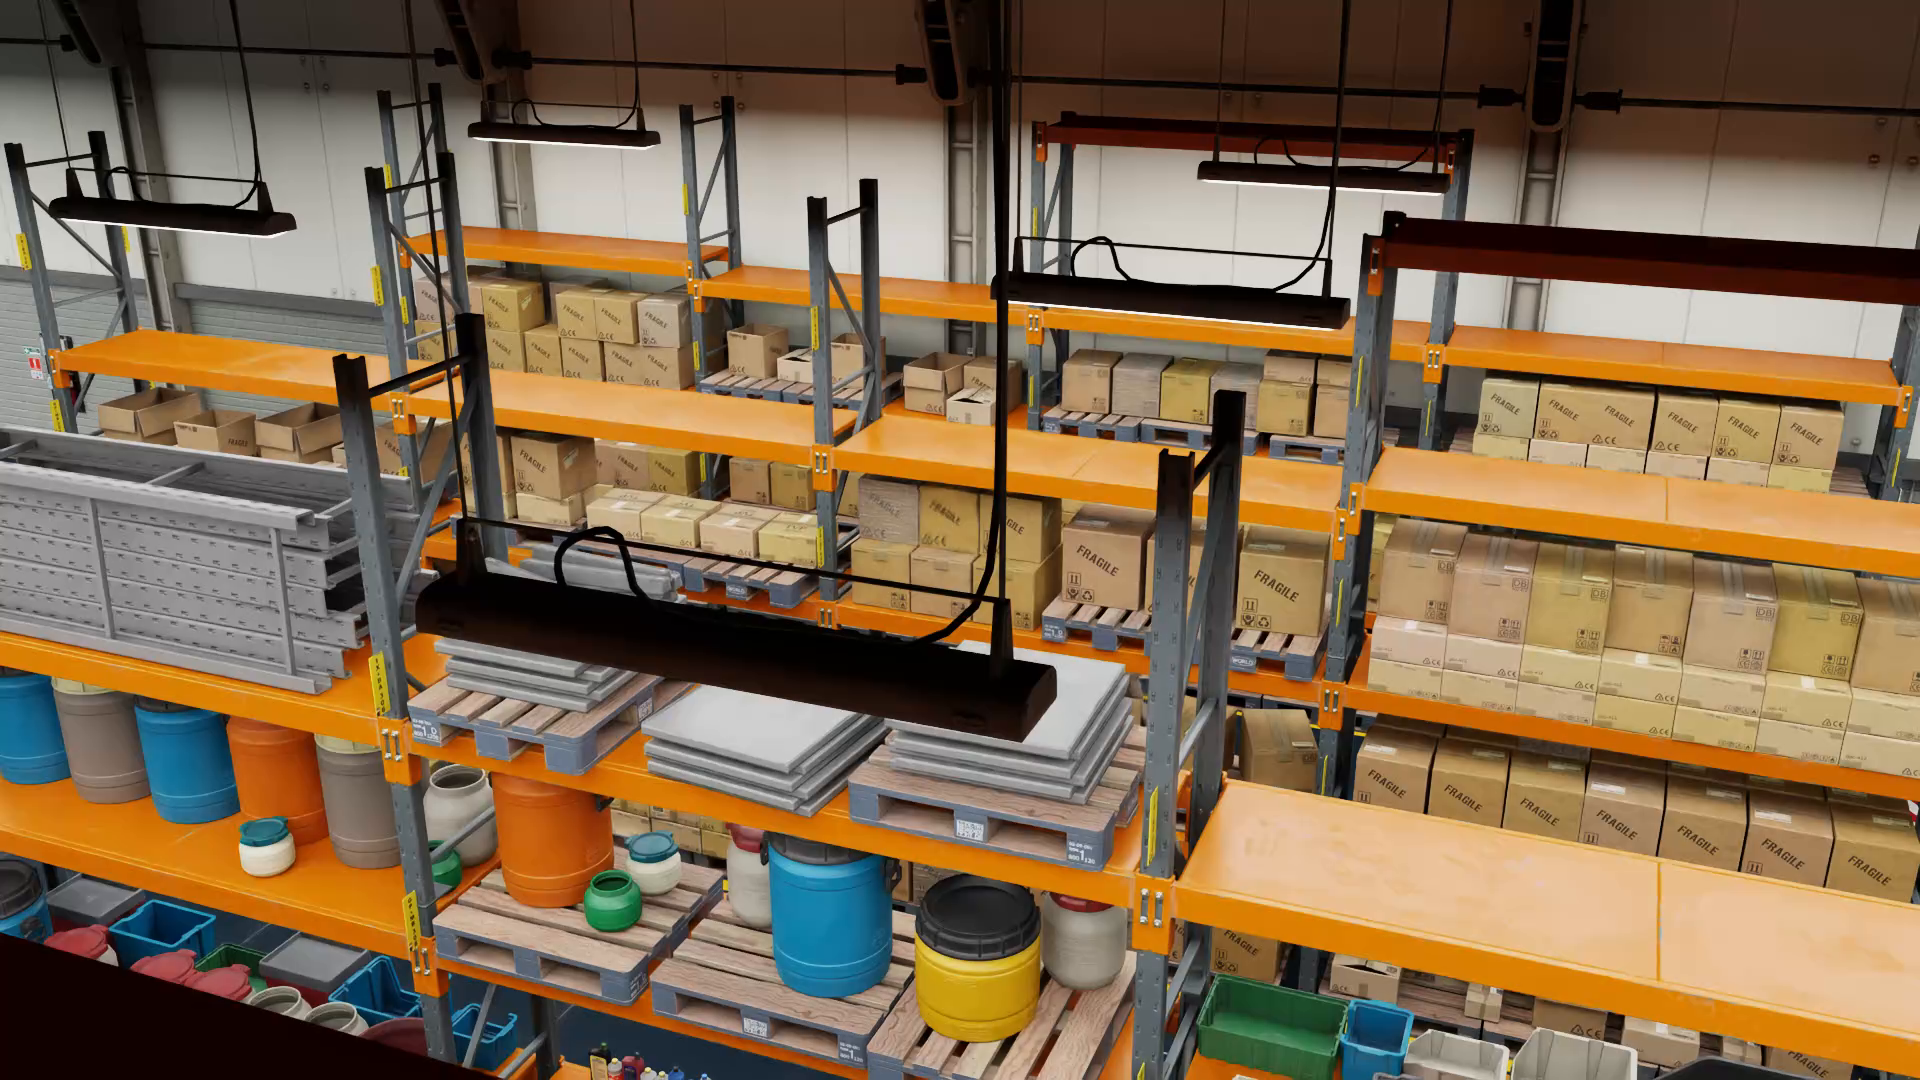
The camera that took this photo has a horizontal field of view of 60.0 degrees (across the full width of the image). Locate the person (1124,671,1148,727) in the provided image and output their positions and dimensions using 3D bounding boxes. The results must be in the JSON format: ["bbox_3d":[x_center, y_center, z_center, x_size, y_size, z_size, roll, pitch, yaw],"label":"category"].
[{"bbox_3d":[1.552,1.251,16.695,1.062,1.654,0.614,4,21,12],"label":"person"}]
